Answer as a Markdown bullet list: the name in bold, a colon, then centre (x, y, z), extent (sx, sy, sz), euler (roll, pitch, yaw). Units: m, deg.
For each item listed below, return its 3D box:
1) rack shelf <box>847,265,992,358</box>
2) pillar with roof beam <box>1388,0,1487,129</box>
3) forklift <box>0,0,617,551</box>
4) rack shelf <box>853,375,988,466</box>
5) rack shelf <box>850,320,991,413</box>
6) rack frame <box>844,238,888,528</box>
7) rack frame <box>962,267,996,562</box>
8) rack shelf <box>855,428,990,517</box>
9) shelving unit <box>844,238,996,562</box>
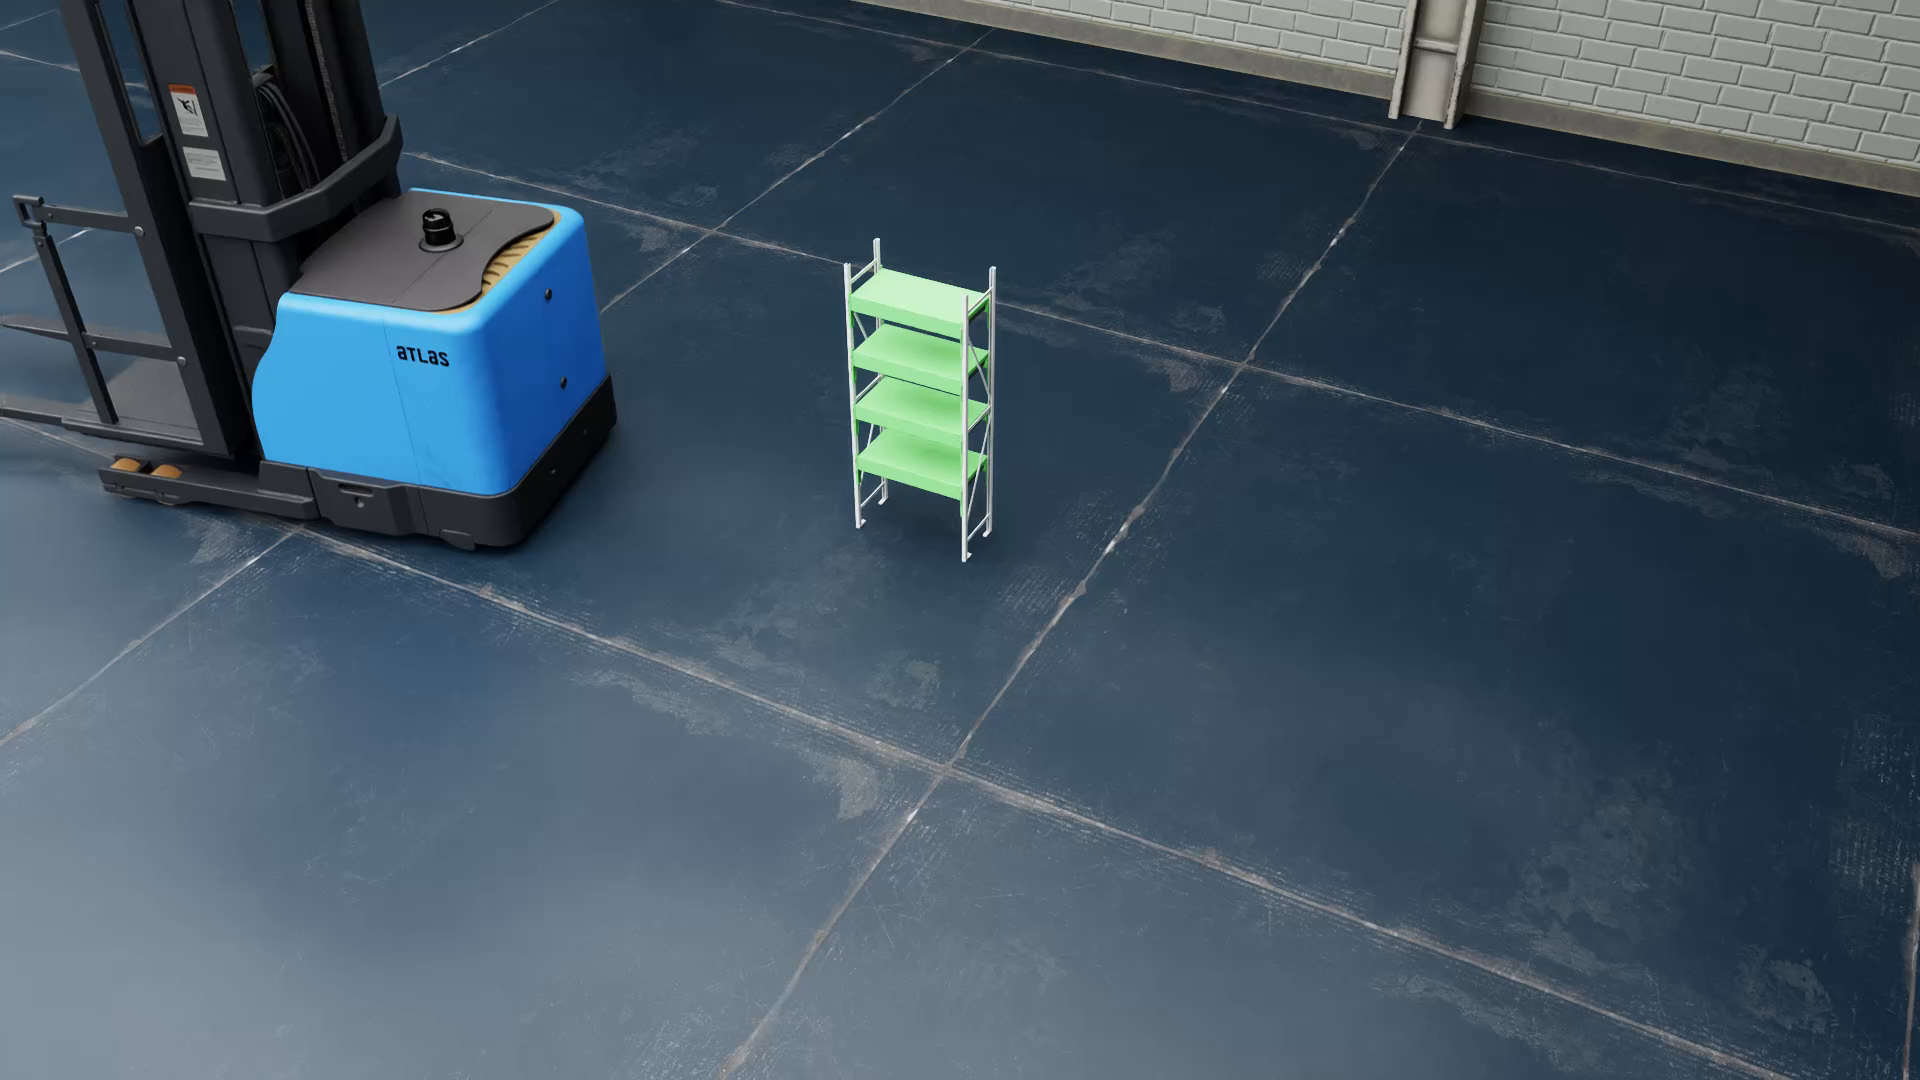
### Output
- **rack shelf**: centre (-0.147, -0.855, 6.196), extent (0.480, 0.148, 0.258), euler (17, 41, 21)
- **pillar with roof beam**: centre (0.879, -3.880, 4.418), extent (0.400, 9.000, 9.100), euler (17, 41, 21)
- **forklift**: centre (-3.086, -1.610, 6.447), extent (3.031, 2.935, 1.130), euler (9, 38, 12)
- **rack shelf**: centre (-0.147, -0.473, 6.486), extent (0.480, 0.148, 0.258), euler (17, 41, 21)
- **rack shelf**: centre (-0.147, -0.664, 6.341), extent (0.480, 0.148, 0.258), euler (17, 41, 21)
- **rack frame**: centre (-0.364, -0.592, 6.537), extent (0.015, 1.200, 0.240), euler (17, 41, 21)
- **rack frame**: centre (0.070, -0.456, 6.358), extent (0.015, 1.200, 0.240), euler (17, 41, 21)
- **rack shelf**: centre (-0.147, -0.282, 6.632), extent (0.480, 0.148, 0.258), euler (17, 41, 21)
- **shelving unit**: centre (-0.147, -0.524, 6.448), extent (0.503, 1.200, 0.258), euler (17, 41, 21)
